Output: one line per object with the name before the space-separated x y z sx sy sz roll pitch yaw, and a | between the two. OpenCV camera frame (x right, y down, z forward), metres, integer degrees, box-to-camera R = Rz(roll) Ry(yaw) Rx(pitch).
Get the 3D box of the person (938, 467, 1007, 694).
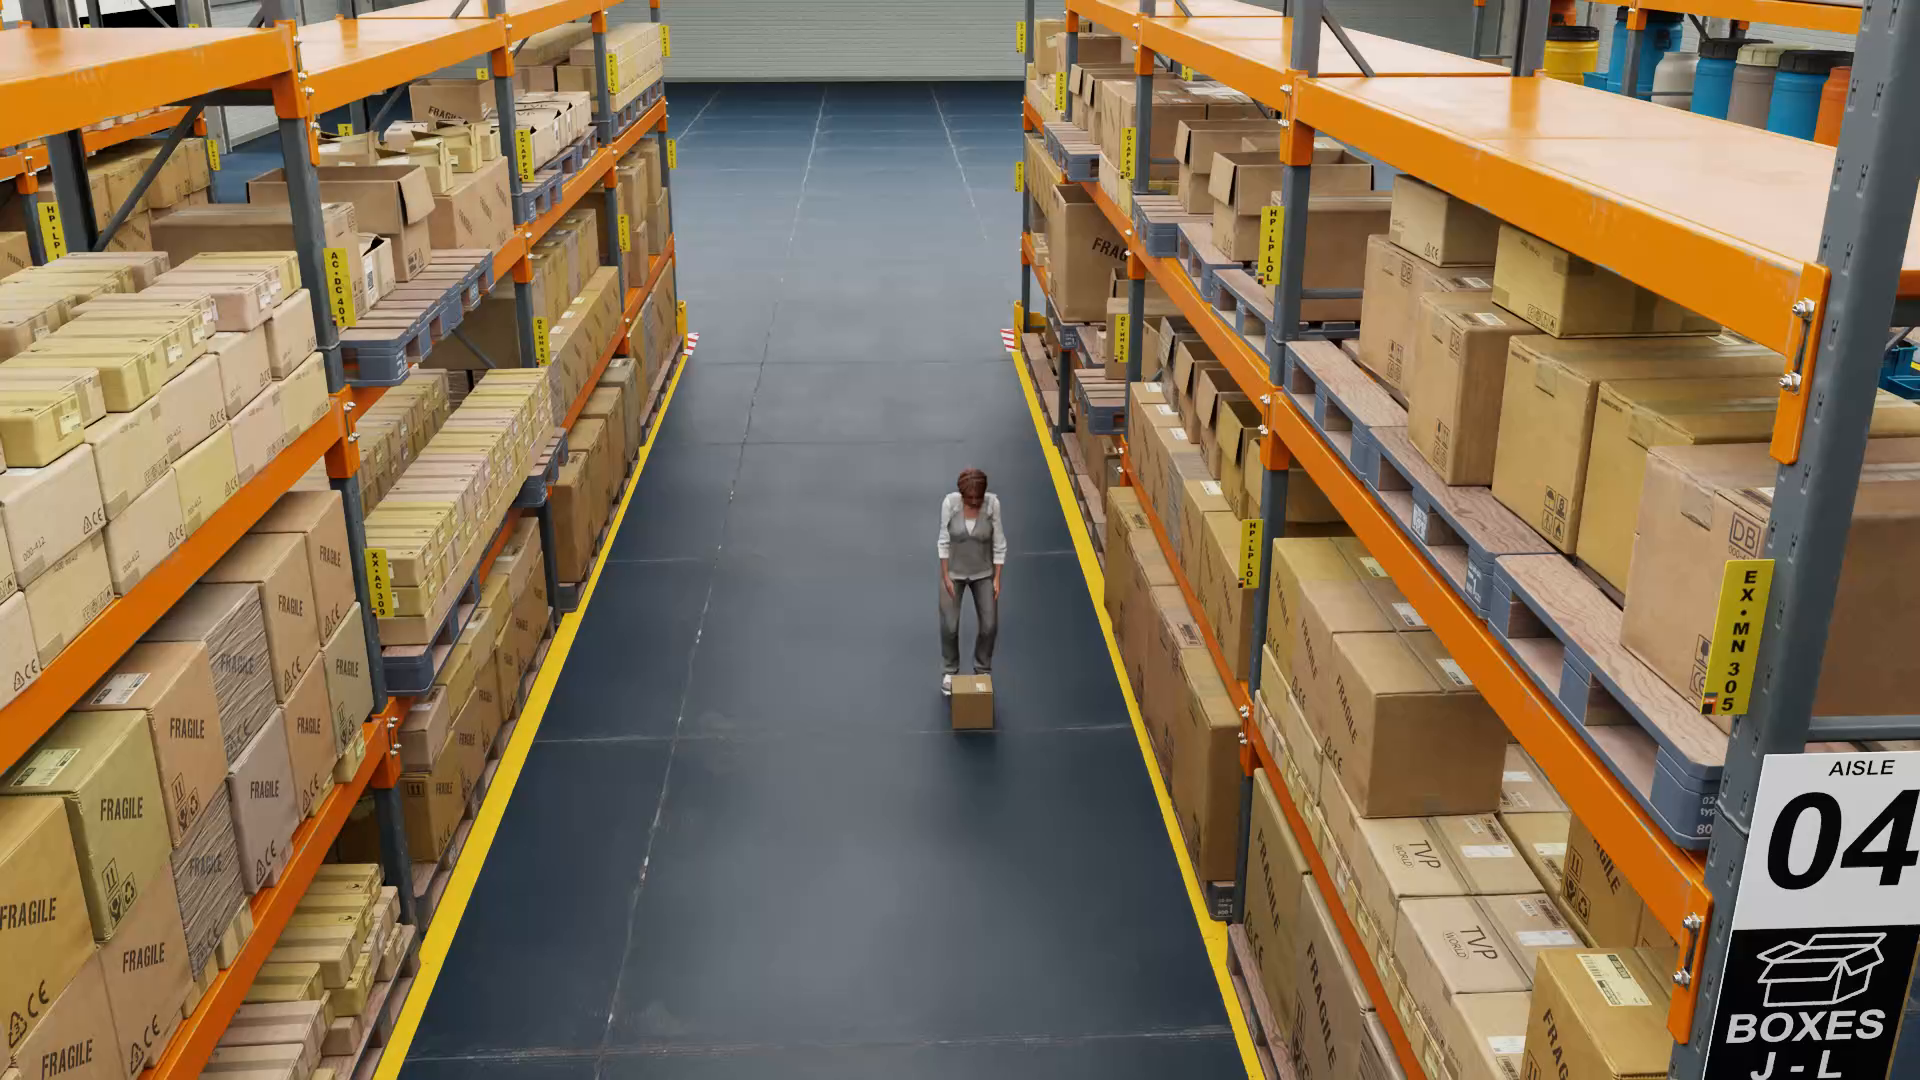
person | 0.076 0.245 10.544 0.433 1.539 0.417 -1 21 -2
